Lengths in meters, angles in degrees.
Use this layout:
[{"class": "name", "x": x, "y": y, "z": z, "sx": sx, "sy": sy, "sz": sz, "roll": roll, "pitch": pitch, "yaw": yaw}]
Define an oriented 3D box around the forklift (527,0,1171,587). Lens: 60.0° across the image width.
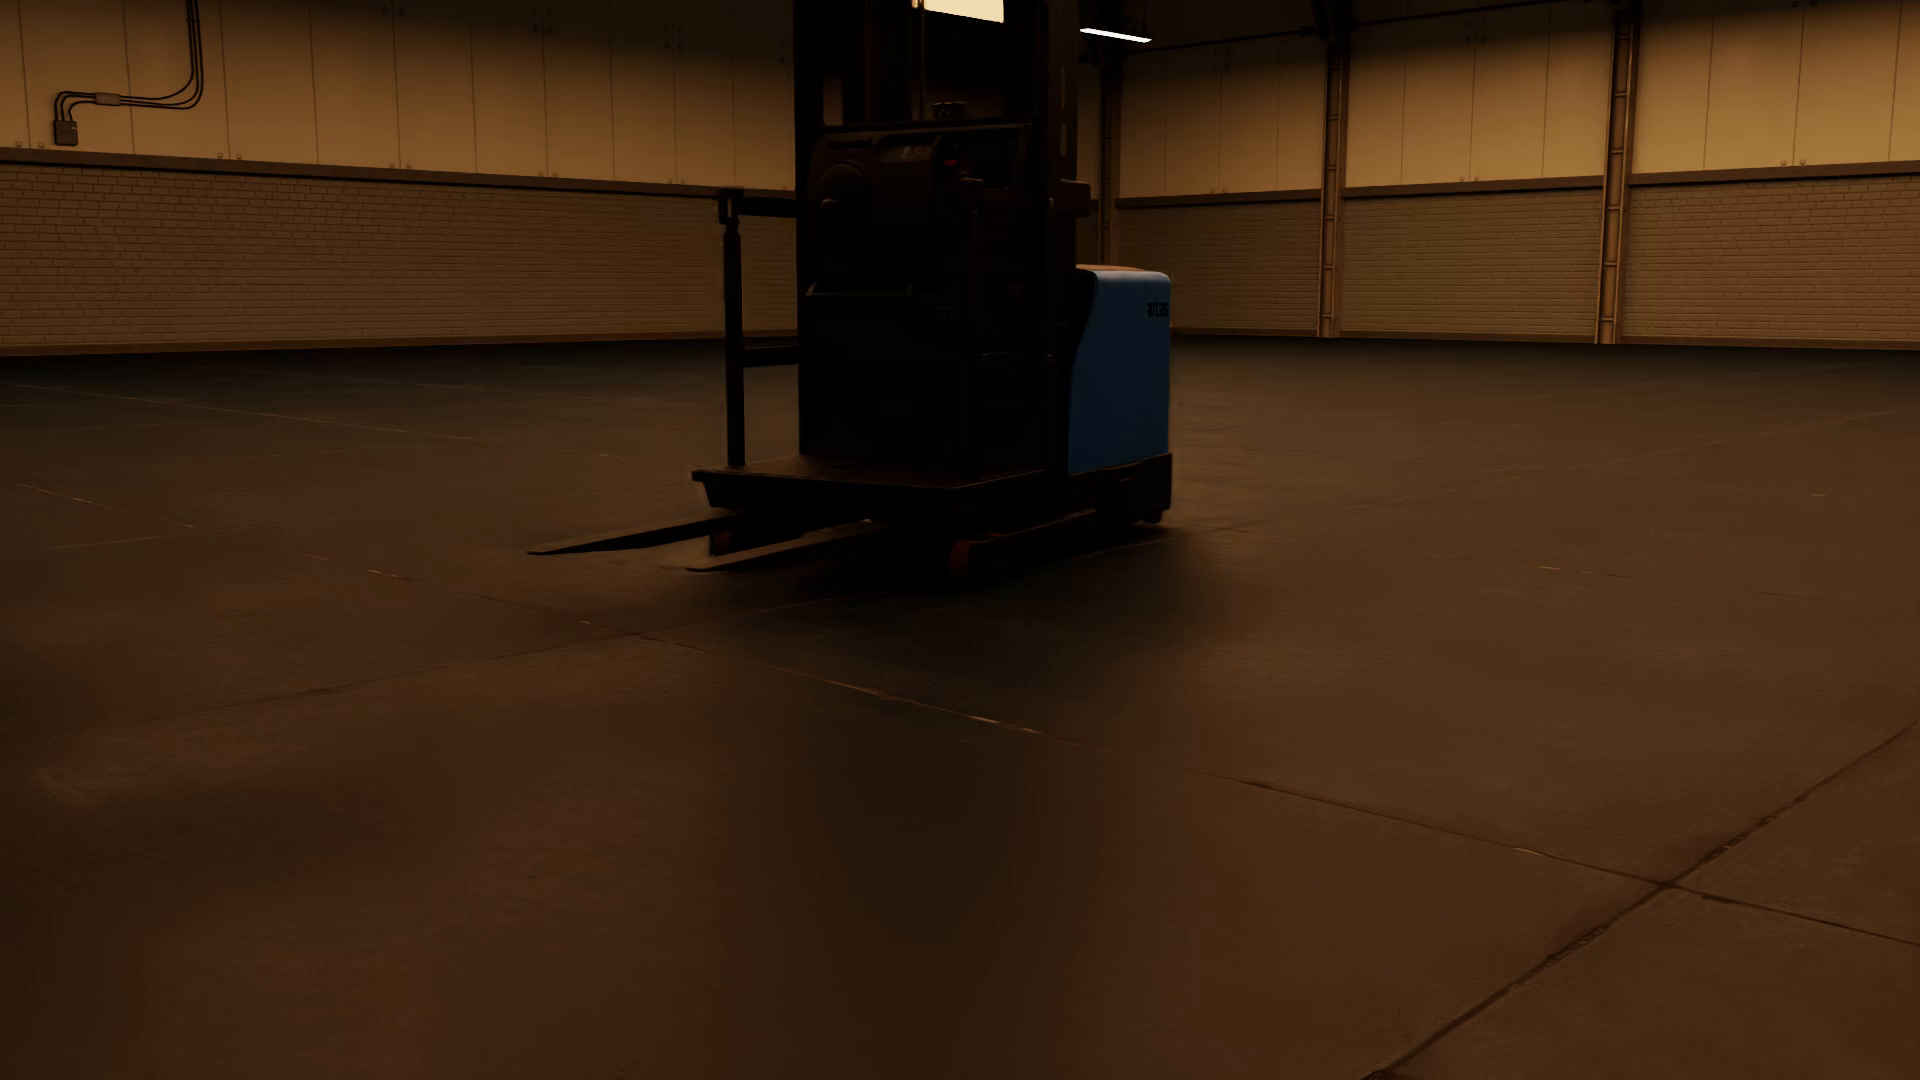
[{"class": "forklift", "x": -0.263, "y": -1.365, "z": 5.938, "sx": 1.130, "sy": 2.935, "sz": 3.031, "roll": 5, "pitch": 10, "yaw": 29}]
